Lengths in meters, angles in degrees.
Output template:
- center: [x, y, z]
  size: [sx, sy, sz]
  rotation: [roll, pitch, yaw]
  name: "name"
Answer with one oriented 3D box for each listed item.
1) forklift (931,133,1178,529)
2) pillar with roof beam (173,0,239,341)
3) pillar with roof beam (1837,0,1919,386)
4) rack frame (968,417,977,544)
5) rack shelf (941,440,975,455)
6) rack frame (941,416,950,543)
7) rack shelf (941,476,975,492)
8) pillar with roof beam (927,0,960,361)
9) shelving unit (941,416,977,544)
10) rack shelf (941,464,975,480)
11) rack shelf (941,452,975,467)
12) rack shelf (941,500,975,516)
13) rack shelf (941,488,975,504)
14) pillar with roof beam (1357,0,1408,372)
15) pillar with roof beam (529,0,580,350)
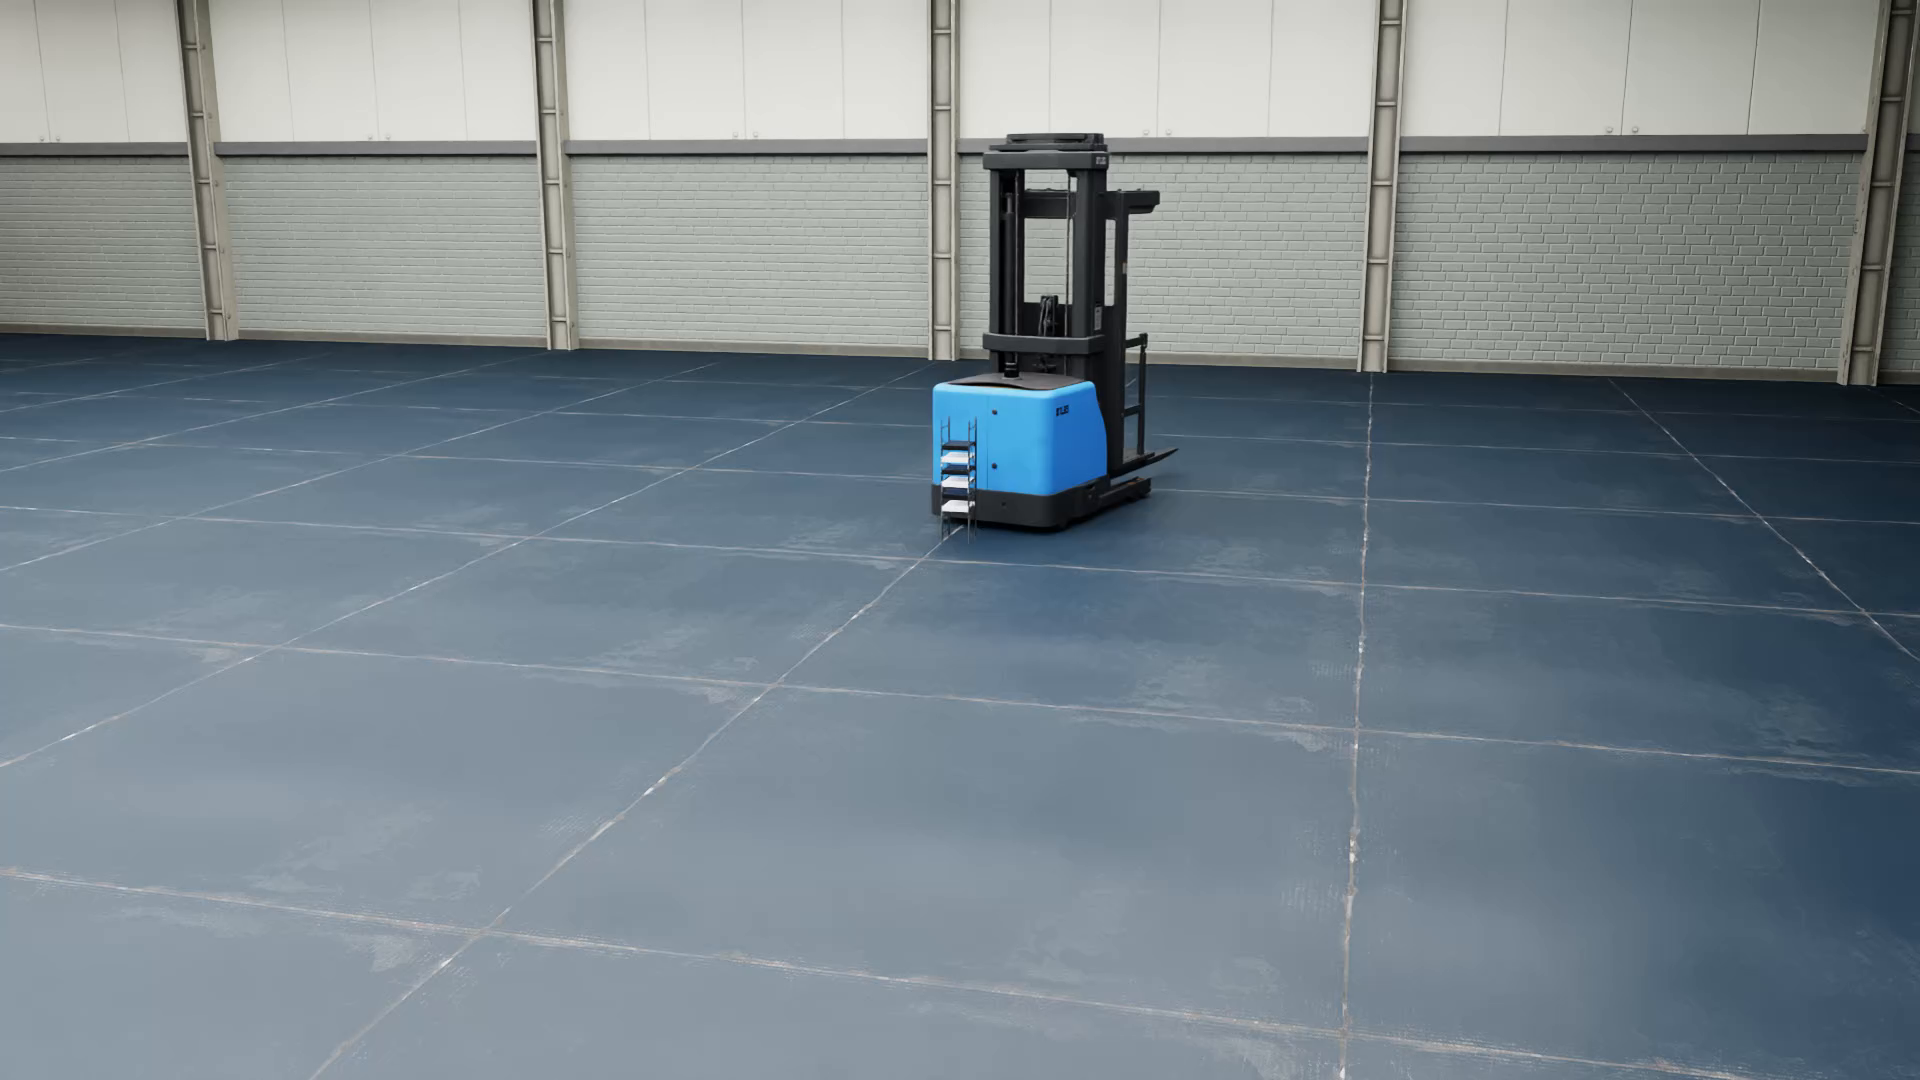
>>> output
- center: [0.934, -1.789, 13.529]
  size: [1.130, 2.935, 3.031]
  rotation: [7, 14, 28]
  name: "forklift"
- center: [-12.909, -6.721, 21.753]
  size: [0.400, 9.000, 9.100]
  rotation: [3, 13, 14]
  name: "pillar with roof beam"
- center: [10.392, -5.476, 16.140]
  size: [0.400, 9.000, 9.100]
  rotation: [3, 13, 14]
  name: "pillar with roof beam"
- center: [0.091, -0.434, 12.114]
  size: [0.006, 0.900, 0.240]
  rotation: [3, 13, 14]
  name: "rack frame"
- center: [-0.008, -0.671, 12.087]
  size: [0.200, 0.077, 0.258]
  rotation: [3, 13, 14]
  name: "rack shelf"
- center: [-0.107, -0.445, 12.162]
  size: [0.006, 0.900, 0.240]
  rotation: [3, 13, 14]
  name: "rack frame"
- center: [-0.008, -0.407, 12.145]
  size: [0.200, 0.077, 0.258]
  rotation: [3, 13, 14]
  name: "rack shelf"
- center: [-1.259, -6.099, 18.947]
  size: [0.400, 9.000, 9.100]
  rotation: [3, 13, 14]
  name: "pillar with roof beam"
- center: [-0.008, -0.440, 12.138]
  size: [0.210, 0.900, 0.258]
  rotation: [3, 13, 14]
  name: "shelving unit"
- center: [-0.008, -0.495, 12.126]
  size: [0.200, 0.077, 0.258]
  rotation: [3, 13, 14]
  name: "rack shelf"
- center: [-0.008, -0.583, 12.106]
  size: [0.200, 0.077, 0.258]
  rotation: [3, 13, 14]
  name: "rack shelf"
- center: [-0.008, -0.231, 12.184]
  size: [0.200, 0.077, 0.258]
  rotation: [3, 13, 14]
  name: "rack shelf"
- center: [-0.008, -0.319, 12.165]
  size: [0.200, 0.077, 0.258]
  rotation: [3, 13, 14]
  name: "rack shelf"
- center: [4.567, -5.787, 17.543]
  size: [0.400, 9.000, 9.100]
  rotation: [3, 13, 14]
  name: "pillar with roof beam"
- center: [-7.084, -6.410, 20.350]
  size: [0.400, 9.000, 9.100]
  rotation: [3, 13, 14]
  name: "pillar with roof beam"
